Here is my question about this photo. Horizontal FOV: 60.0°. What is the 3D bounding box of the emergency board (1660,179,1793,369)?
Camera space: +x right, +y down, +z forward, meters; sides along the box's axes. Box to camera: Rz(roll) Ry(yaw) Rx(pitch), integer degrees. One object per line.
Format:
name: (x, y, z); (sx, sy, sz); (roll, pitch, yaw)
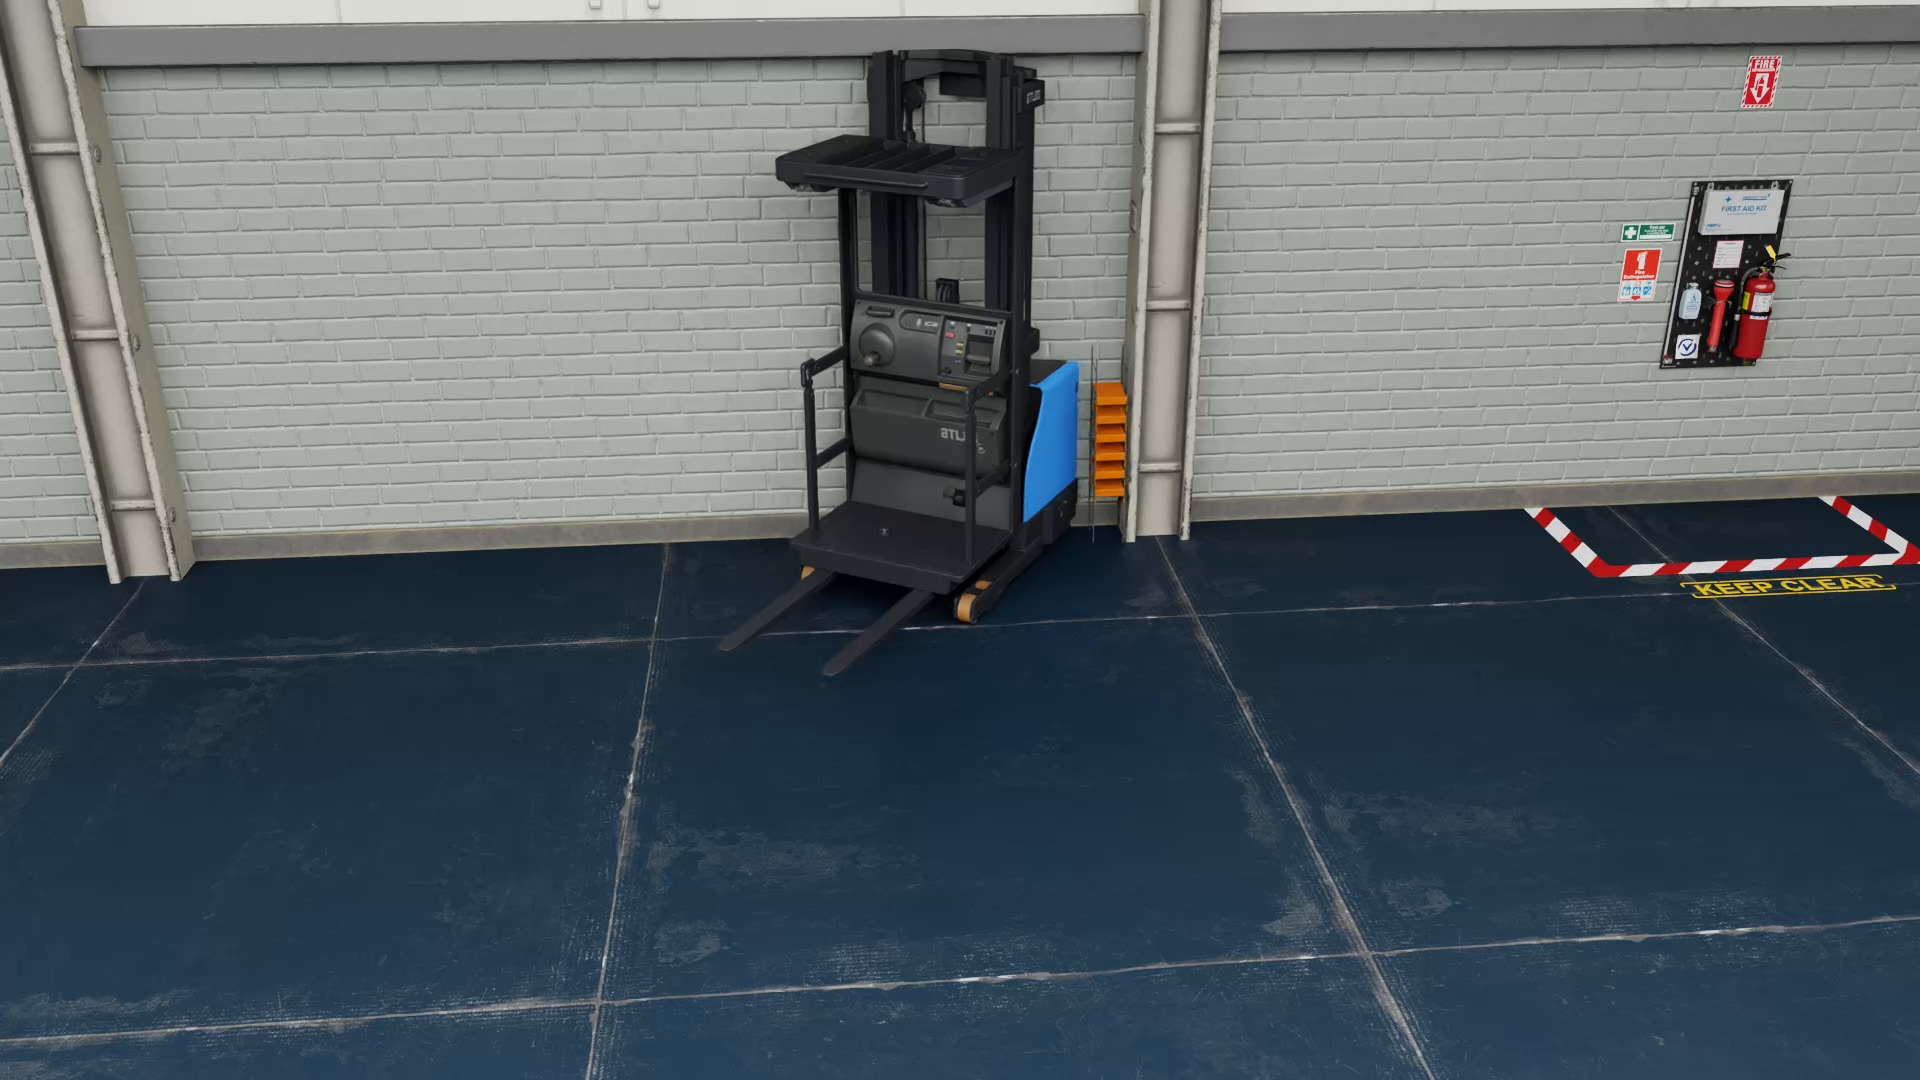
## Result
emergency board: (4.711, -1.584, 10.120); (0.643, 1.169, 0.194); (-2, 24, -5)

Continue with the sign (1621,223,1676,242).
sign: (4.156, -1.858, 10.042); (0.331, 0.109, 0.001); (-2, 24, -5)

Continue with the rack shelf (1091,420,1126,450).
rack shelf: (0.890, -0.638, 10.000); (0.180, 0.103, 0.258); (-2, 27, -2)

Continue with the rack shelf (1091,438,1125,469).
rack shelf: (0.893, -0.532, 10.055); (0.180, 0.103, 0.258); (-2, 27, -2)

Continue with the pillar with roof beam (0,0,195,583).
pillar with roof beam: (-4.345, -2.189, 4.096); (0.400, 9.000, 9.100); (-2, 24, -5)

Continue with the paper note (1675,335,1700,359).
paper note: (4.528, -1.202, 10.346); (0.142, 0.148, 0.016); (-2, 24, -5)

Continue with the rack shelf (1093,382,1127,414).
rack shelf: (0.886, -0.851, 9.890); (0.180, 0.103, 0.258); (-2, 27, -2)

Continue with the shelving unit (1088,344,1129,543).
shelving unit: (0.892, -0.571, 10.035); (0.189, 1.200, 0.258); (-2, 27, -2)

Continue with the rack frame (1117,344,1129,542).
rack frame: (0.983, -0.575, 10.038); (0.006, 1.200, 0.240); (-2, 27, -2)

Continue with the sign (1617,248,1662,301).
sign: (4.151, -1.620, 10.157); (0.234, 0.329, 0.001); (-2, 24, -5)

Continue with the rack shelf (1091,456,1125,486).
rack shelf: (0.895, -0.425, 10.111); (0.180, 0.103, 0.258); (-2, 27, -2)

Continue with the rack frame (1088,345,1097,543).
rack frame: (0.800, -0.567, 10.032); (0.006, 1.200, 0.240); (-2, 27, -2)

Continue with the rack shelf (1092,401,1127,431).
rack shelf: (0.888, -0.745, 9.945); (0.180, 0.103, 0.258); (-2, 27, -2)

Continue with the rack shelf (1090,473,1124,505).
rack shelf: (0.897, -0.319, 10.166); (0.180, 0.103, 0.258); (-2, 27, -2)

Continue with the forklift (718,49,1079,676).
forklift: (-0.274, -1.080, 9.070); (1.130, 2.935, 3.031); (11, 26, 23)

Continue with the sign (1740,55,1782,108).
sign: (4.693, -2.683, 9.739); (0.199, 0.298, 0.001); (-2, 24, -5)

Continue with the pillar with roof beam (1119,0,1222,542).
pillar with roof beam: (1.626, -2.429, 4.635); (0.400, 9.000, 9.100); (-2, 24, -5)
